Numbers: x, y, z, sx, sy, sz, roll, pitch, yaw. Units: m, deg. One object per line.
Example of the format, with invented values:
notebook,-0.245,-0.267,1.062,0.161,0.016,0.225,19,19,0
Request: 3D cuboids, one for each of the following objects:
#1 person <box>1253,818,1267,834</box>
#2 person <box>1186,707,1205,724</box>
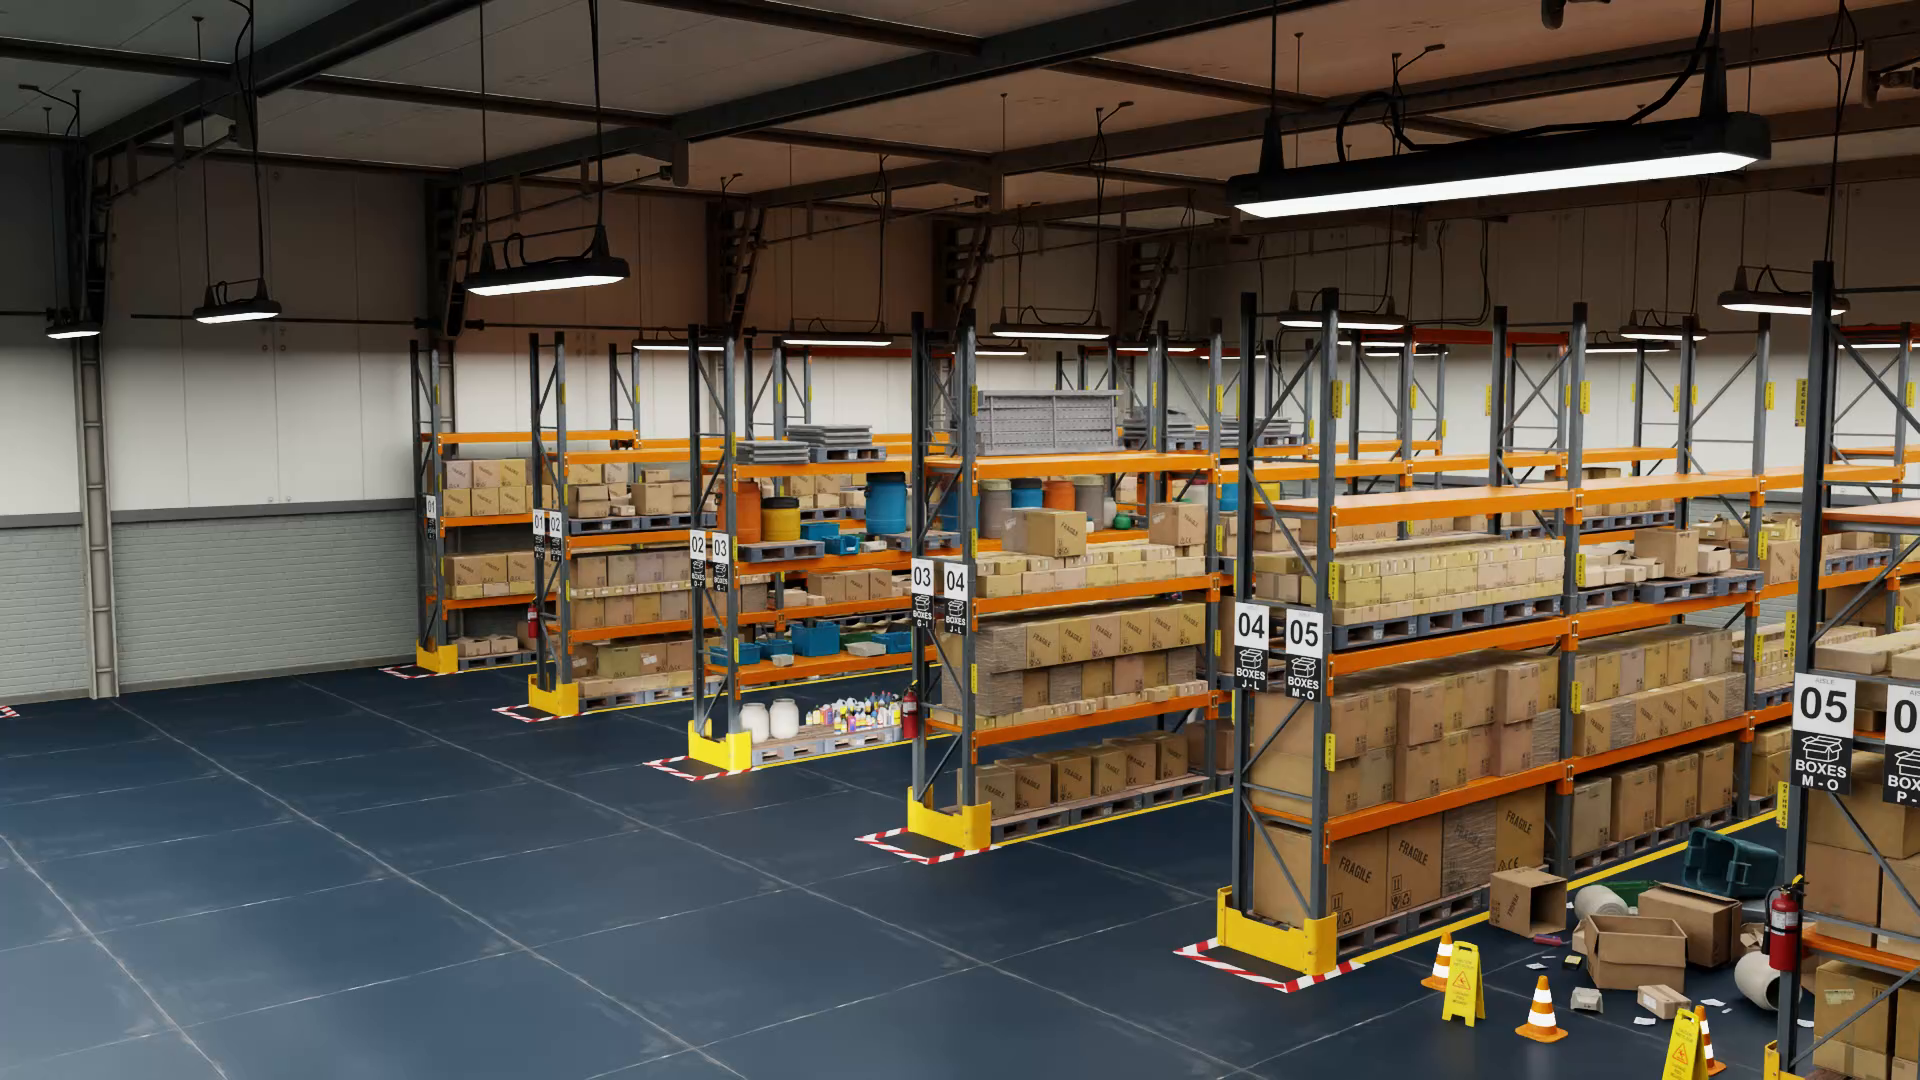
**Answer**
person,3.764,2.593,19.329,0.432,1.551,1.043,5,7,44
person,3.532,2.113,24.083,0.536,1.659,0.461,2,6,18
